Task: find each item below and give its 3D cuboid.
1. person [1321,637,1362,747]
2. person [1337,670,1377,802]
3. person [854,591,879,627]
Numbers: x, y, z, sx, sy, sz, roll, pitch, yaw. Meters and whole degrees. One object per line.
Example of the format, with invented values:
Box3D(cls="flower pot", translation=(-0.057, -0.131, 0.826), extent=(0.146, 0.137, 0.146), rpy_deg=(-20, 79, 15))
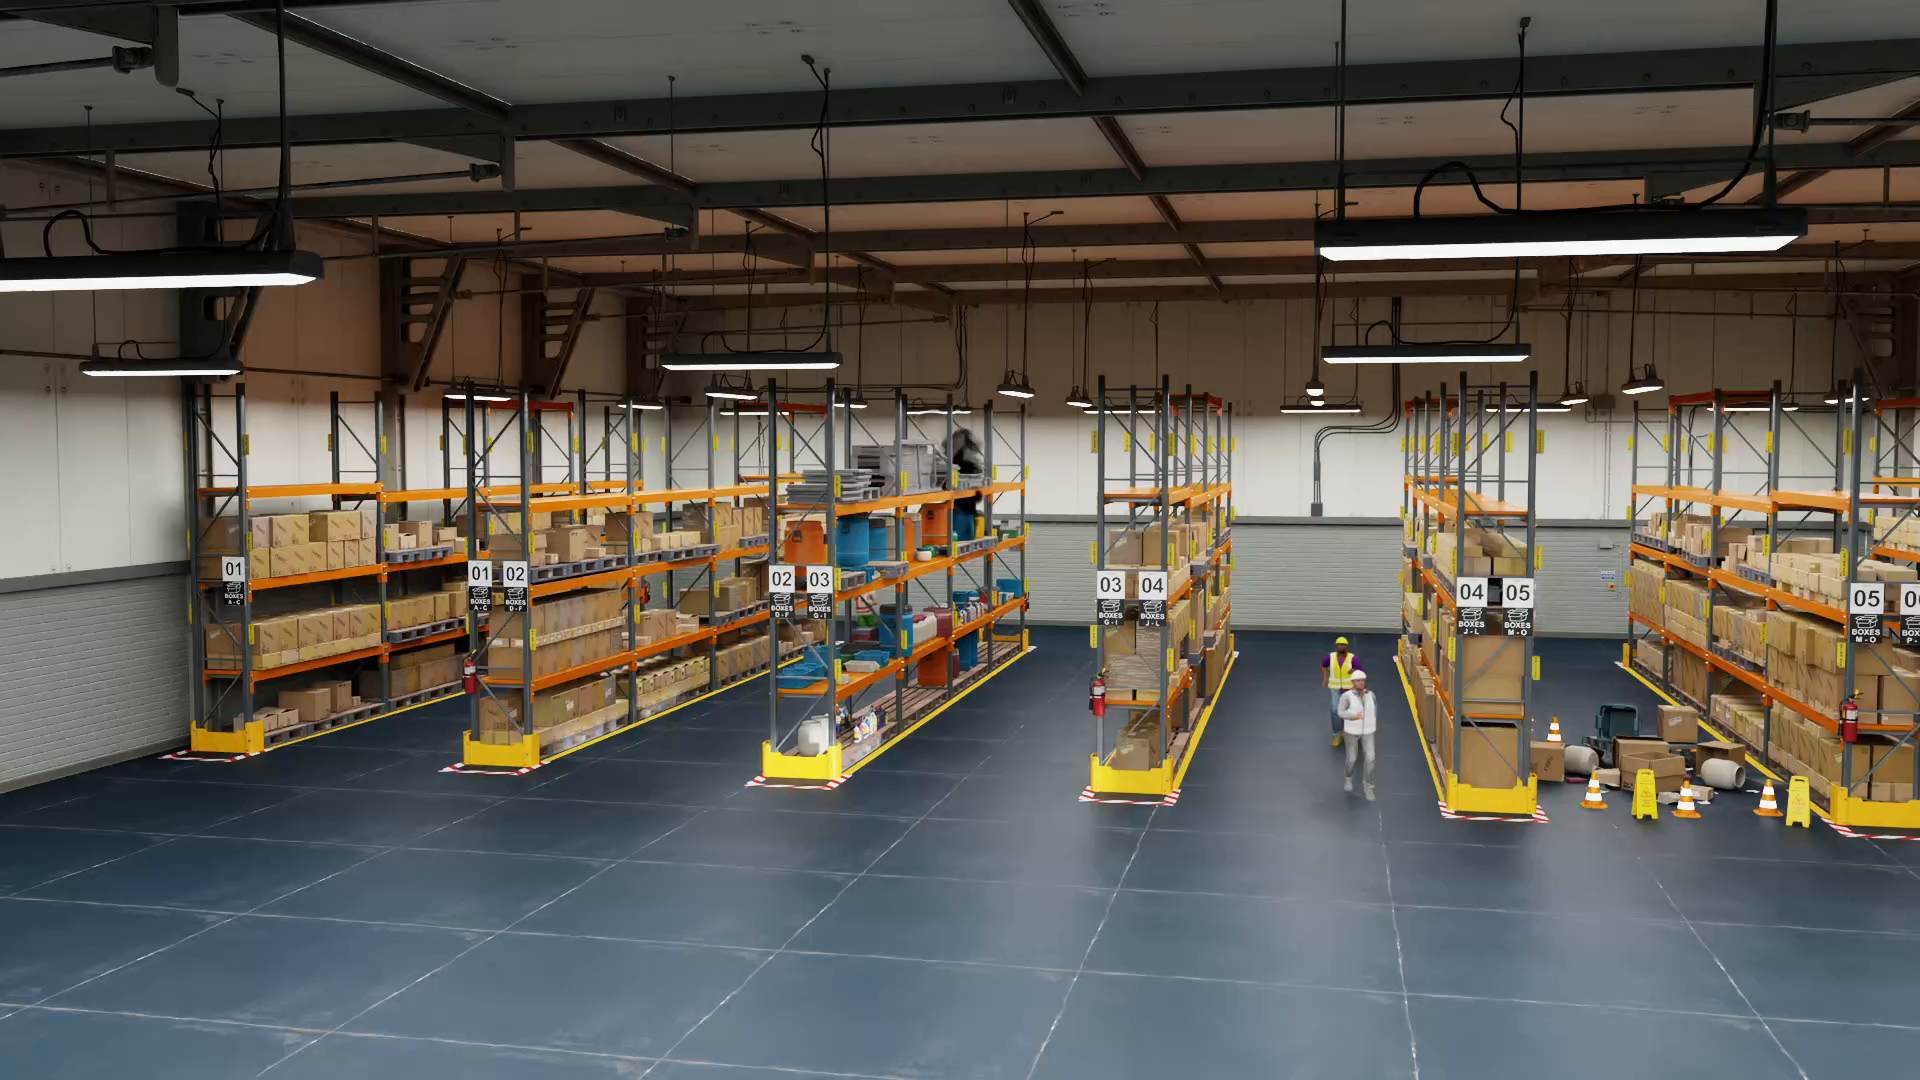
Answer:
Box3D(cls="person", translation=(6.383, 2.524, 27.833), extent=(0.678, 1.820, 0.739), rpy_deg=(1, 3, 12))
Box3D(cls="person", translation=(5.659, 2.760, 23.639), extent=(0.650, 1.837, 0.819), rpy_deg=(0, 3, -3))
Box3D(cls="person", translation=(-2.280, 1.812, 39.979), extent=(0.655, 1.794, 0.937), rpy_deg=(1, 3, 9))
